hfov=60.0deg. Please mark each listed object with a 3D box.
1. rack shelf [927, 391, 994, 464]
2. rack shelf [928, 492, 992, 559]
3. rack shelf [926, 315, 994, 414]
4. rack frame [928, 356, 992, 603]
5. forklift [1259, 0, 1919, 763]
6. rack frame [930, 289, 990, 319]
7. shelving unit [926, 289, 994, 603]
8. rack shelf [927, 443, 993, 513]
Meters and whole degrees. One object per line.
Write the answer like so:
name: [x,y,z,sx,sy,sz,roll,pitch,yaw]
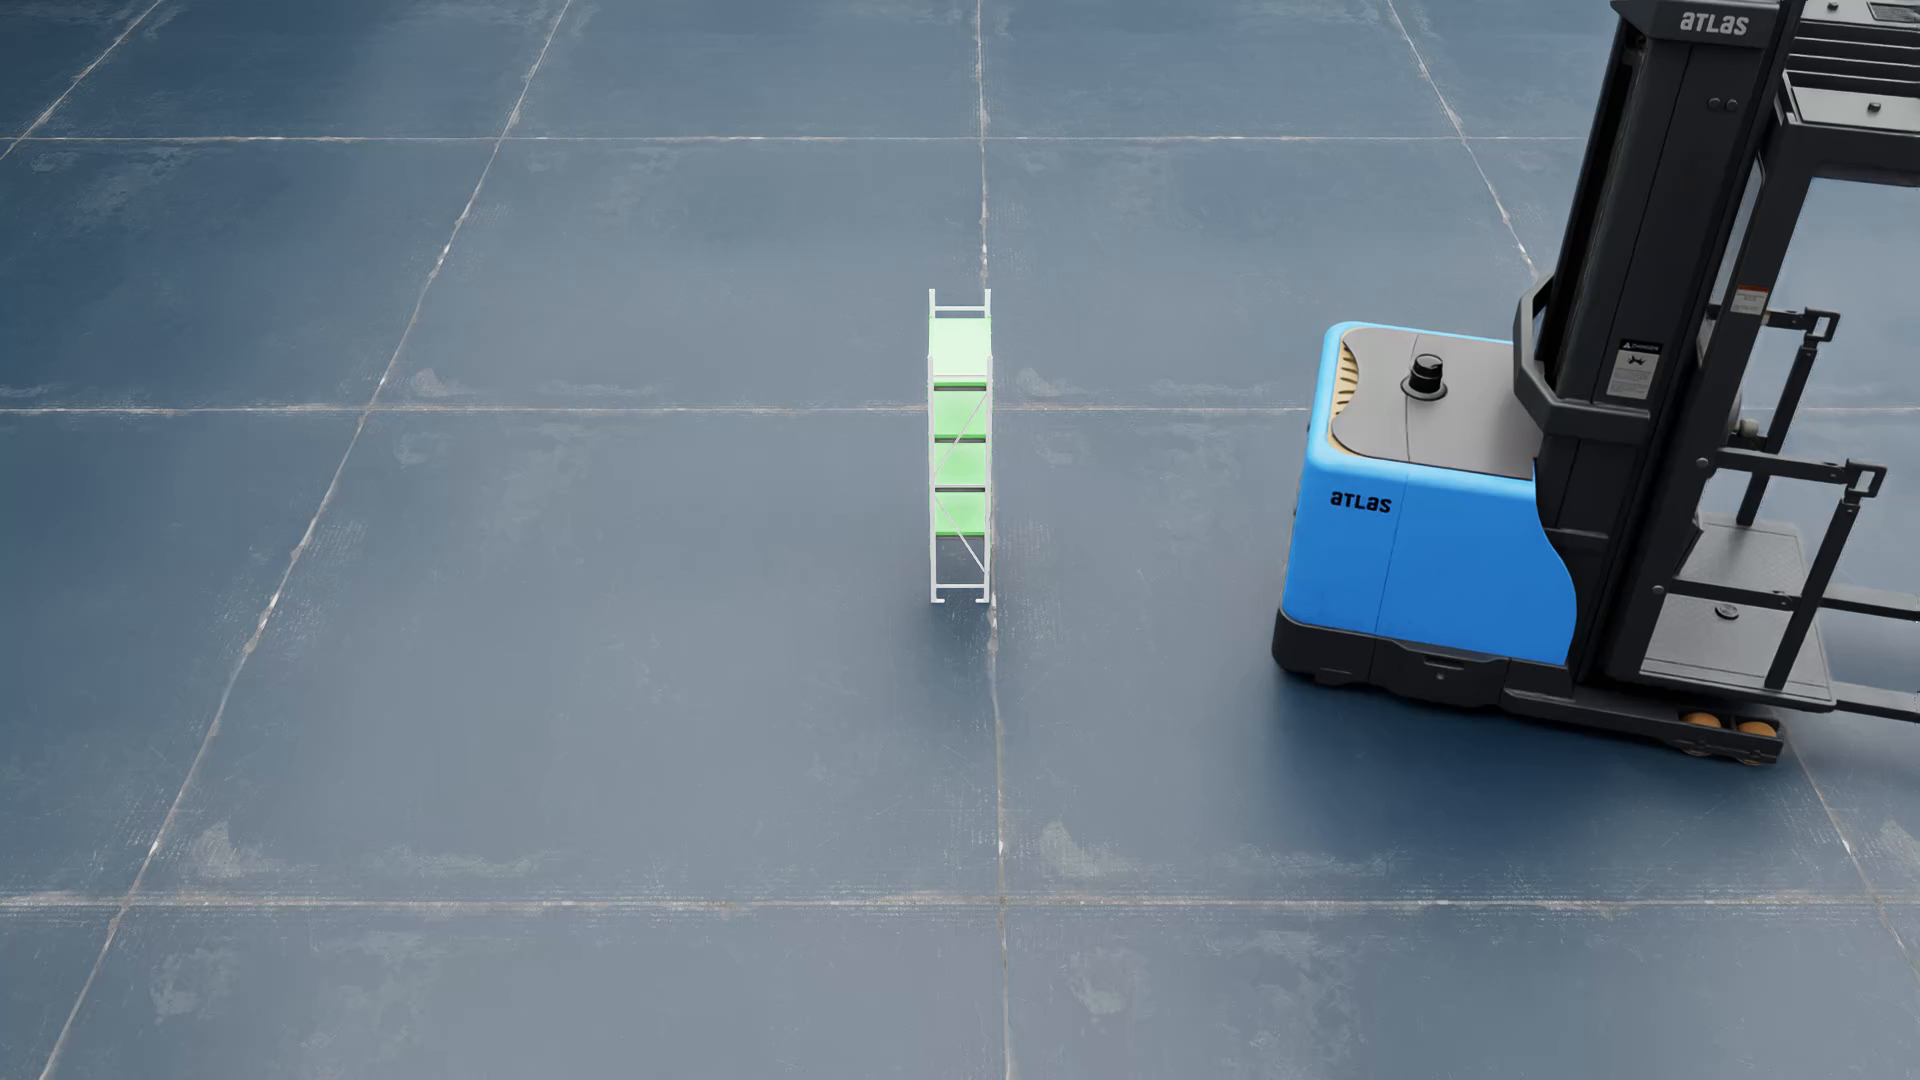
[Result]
rack shelf: [0.000,-0.502,6.635,0.258,0.148,0.480,0,39,0]
rack shelf: [0.000,-0.128,6.936,0.258,0.148,0.480,0,39,0]
rack shelf: [0.000,-0.689,6.485,0.258,0.148,0.480,0,39,0]
rack frame: [0.000,-0.212,6.555,0.240,1.200,0.015,0,39,0]
forklift: [2.758,-0.681,5.756,3.031,2.935,1.130,9,40,11]
rack frame: [0.000,-0.517,6.936,0.240,1.200,0.015,0,39,0]
shelving unit: [0.000,-0.365,6.746,0.258,1.200,0.503,0,39,0]
rack shelf: [0.000,-0.315,6.786,0.258,0.148,0.480,0,39,0]
